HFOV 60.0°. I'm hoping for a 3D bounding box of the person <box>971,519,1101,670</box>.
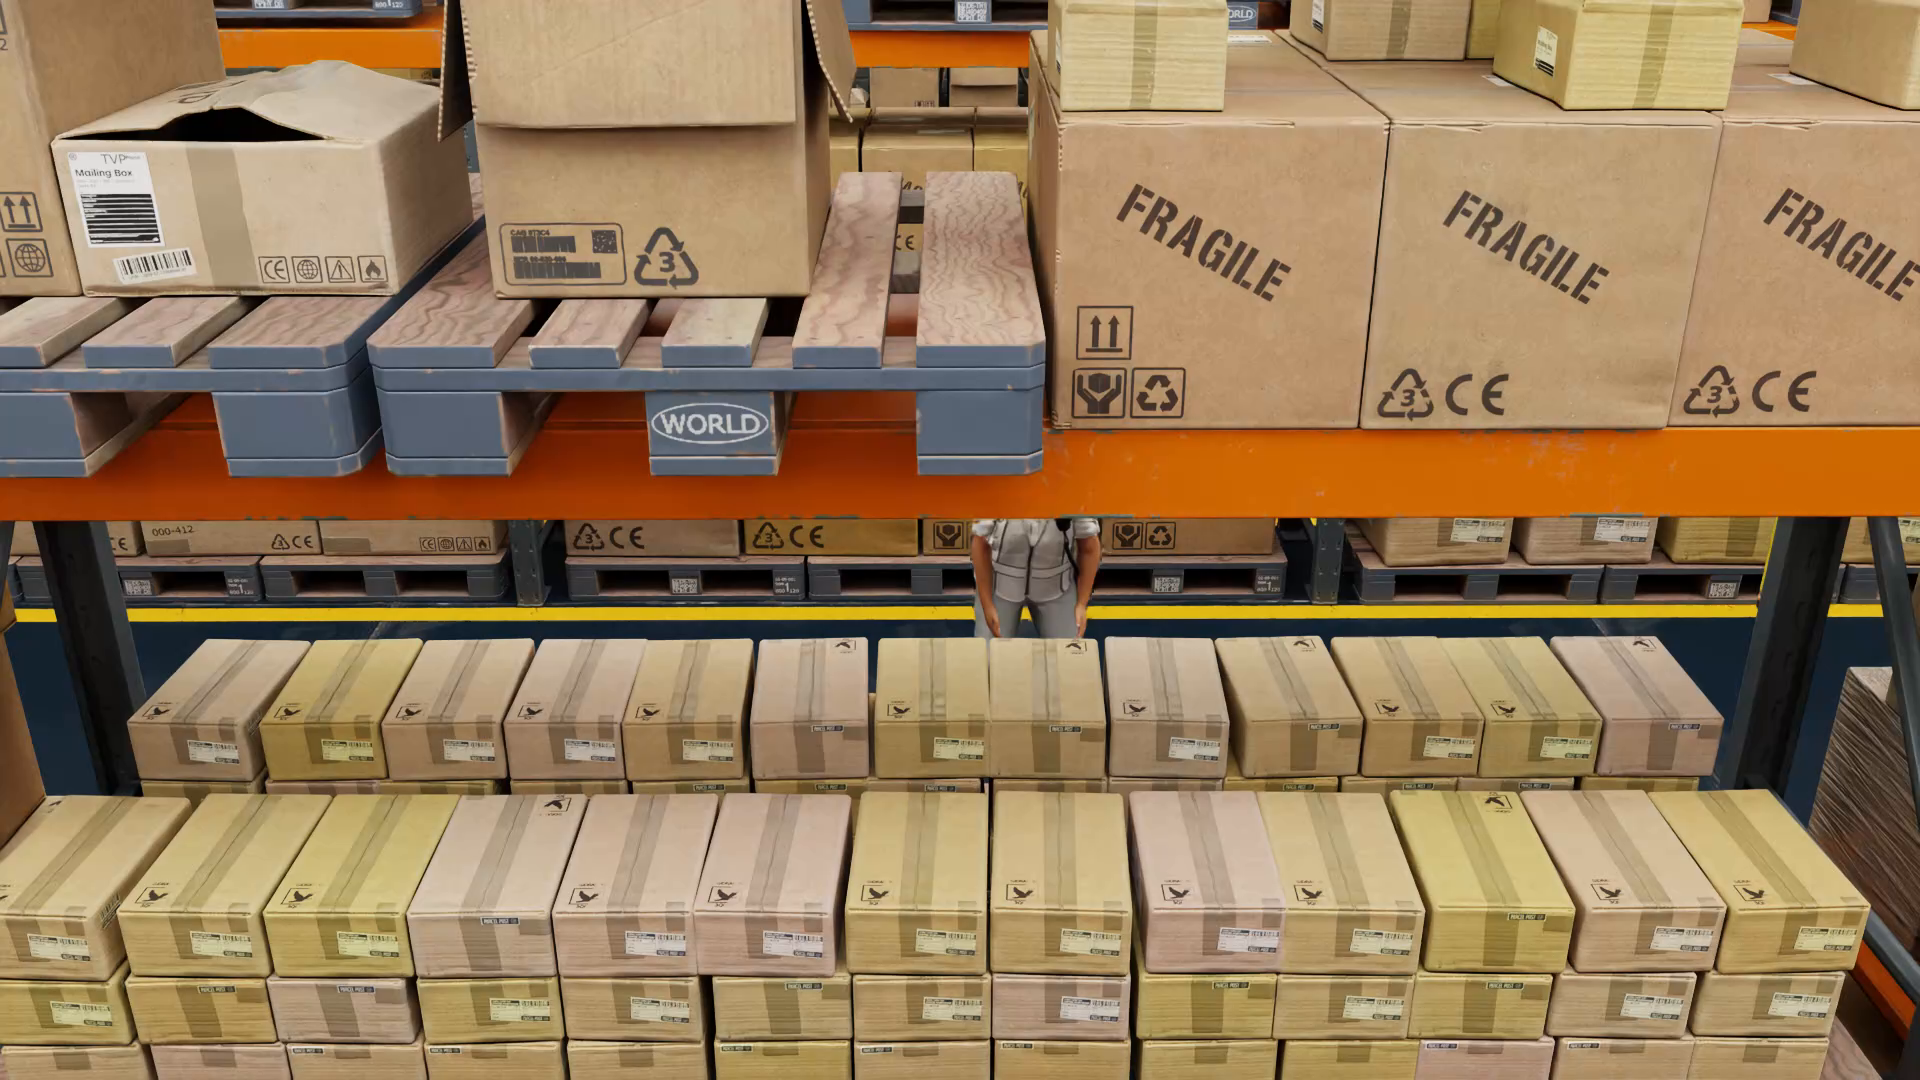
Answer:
[{"bbox_3d":[0.304,0.235,6.747,0.519,1.542,0.591,0,24,0],"label":"person"}]
